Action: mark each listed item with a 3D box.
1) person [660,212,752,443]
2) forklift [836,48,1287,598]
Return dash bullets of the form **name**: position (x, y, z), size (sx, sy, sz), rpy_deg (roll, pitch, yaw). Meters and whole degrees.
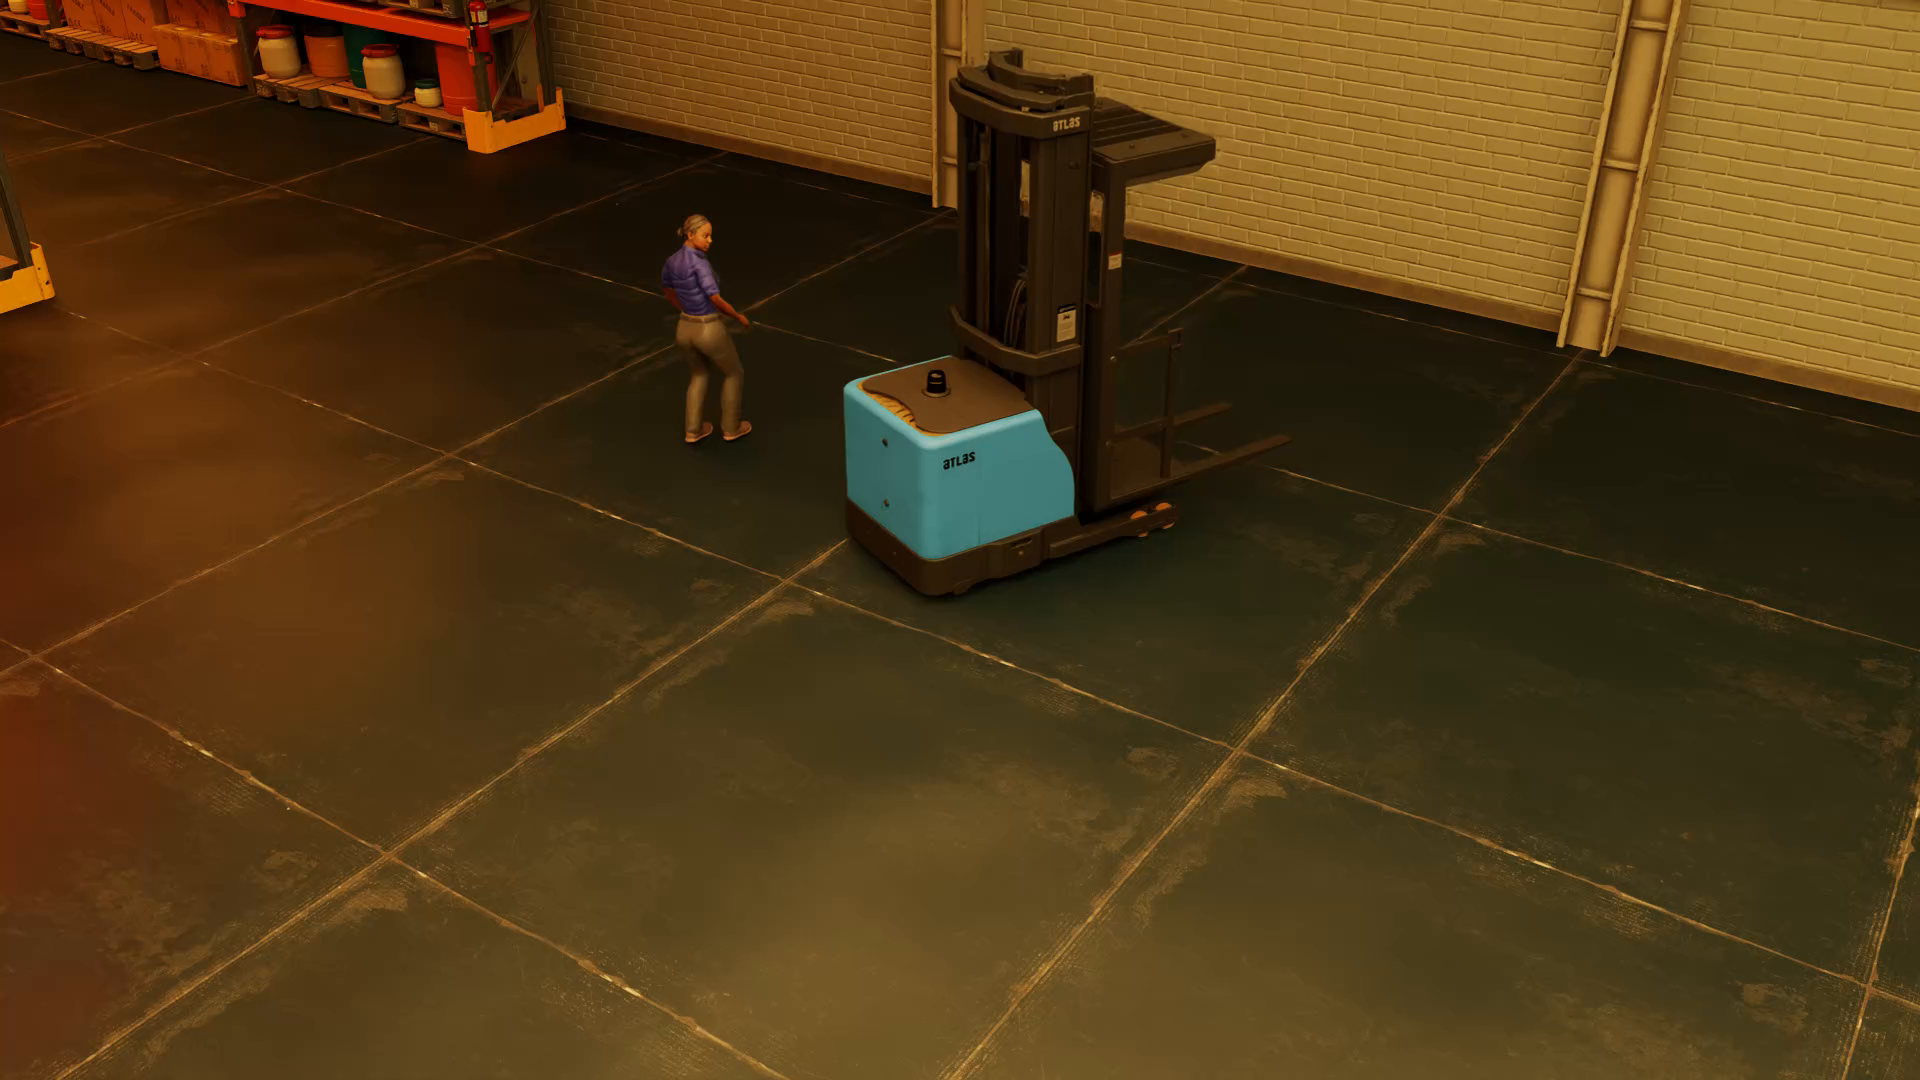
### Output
- **person**: position (-1.747, -1.454, 11.396), size (0.649, 1.629, 0.463), rpy_deg (21, 36, 31)
- **forklift**: position (0.757, -1.476, 10.122), size (3.031, 2.935, 1.130), rpy_deg (-18, 35, -28)
